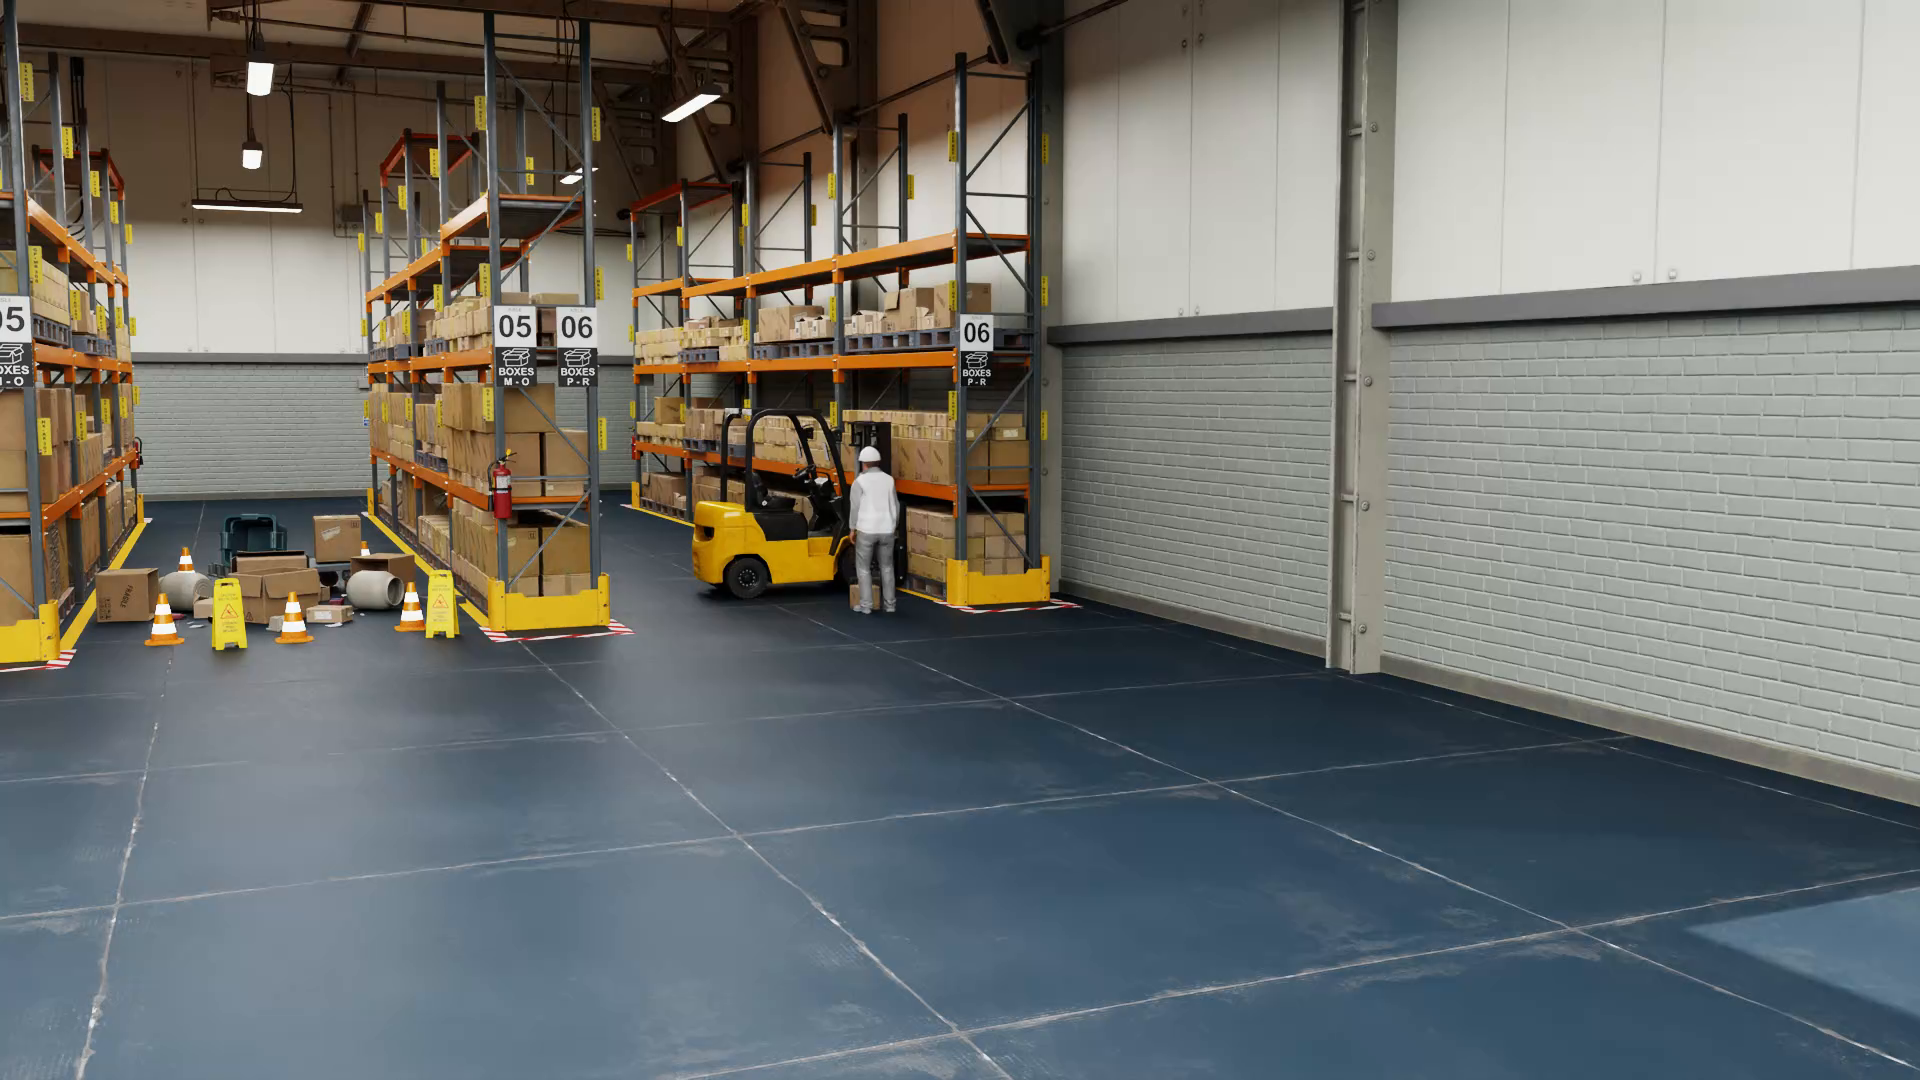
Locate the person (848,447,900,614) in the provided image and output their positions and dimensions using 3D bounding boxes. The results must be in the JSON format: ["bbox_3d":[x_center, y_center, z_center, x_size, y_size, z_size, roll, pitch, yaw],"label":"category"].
[{"bbox_3d":[-0.926,-0.108,17.785,0.584,1.768,0.466,-2,6,-24],"label":"person"}]
